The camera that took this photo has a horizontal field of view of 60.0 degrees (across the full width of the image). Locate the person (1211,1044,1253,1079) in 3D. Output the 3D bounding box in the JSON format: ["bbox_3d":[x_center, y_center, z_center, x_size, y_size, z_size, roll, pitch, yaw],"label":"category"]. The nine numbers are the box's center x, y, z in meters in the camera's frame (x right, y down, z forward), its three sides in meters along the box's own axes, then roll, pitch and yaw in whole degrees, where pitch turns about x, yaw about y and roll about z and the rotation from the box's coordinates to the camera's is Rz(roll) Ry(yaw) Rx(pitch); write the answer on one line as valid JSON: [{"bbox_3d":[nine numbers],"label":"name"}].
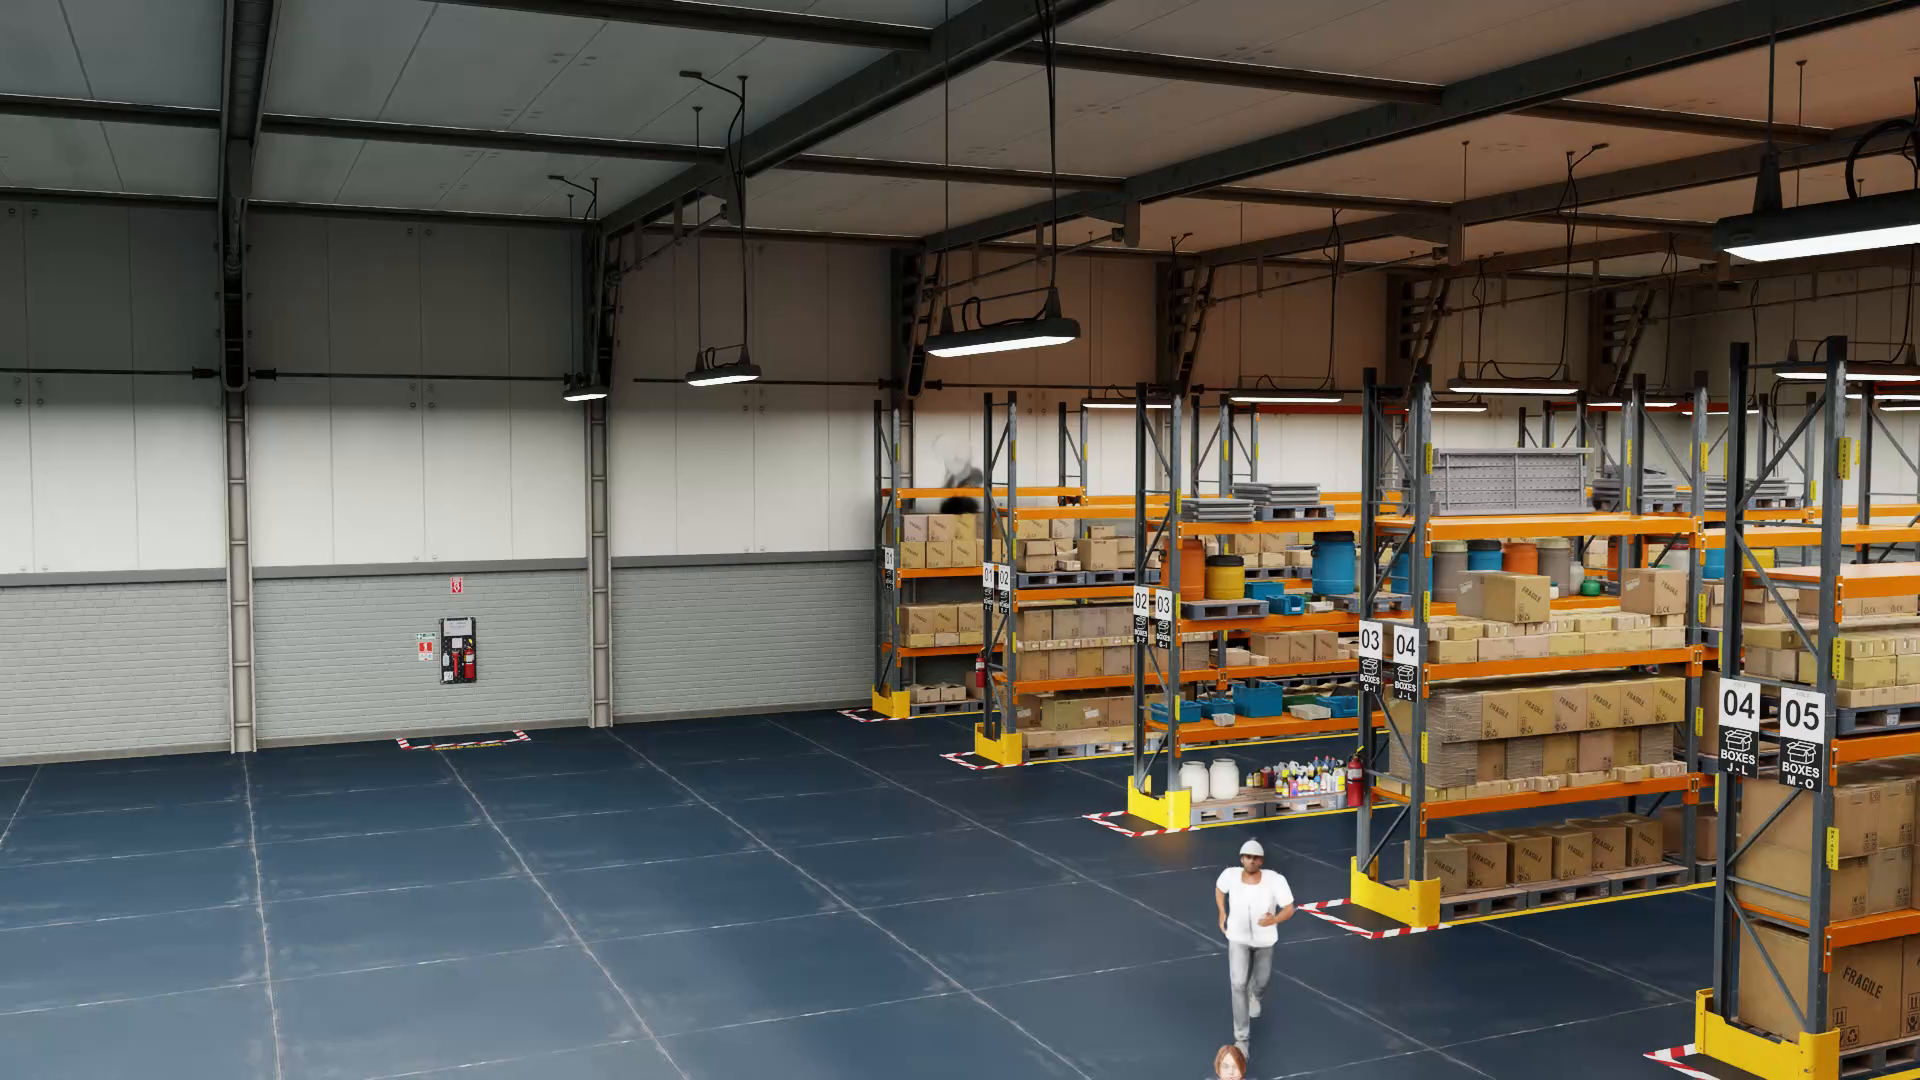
[{"bbox_3d":[1.612,3.797,9.948,0.538,1.564,0.536,1,3,14],"label":"person"}]

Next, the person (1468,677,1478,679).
[{"bbox_3d":[8.457,2.667,28.015,0.571,1.733,0.682,-2,4,-31],"label":"person"}]

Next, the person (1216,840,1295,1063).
[{"bbox_3d":[2.536,3.457,14.301,0.661,1.799,1.091,0,3,7],"label":"person"}]
